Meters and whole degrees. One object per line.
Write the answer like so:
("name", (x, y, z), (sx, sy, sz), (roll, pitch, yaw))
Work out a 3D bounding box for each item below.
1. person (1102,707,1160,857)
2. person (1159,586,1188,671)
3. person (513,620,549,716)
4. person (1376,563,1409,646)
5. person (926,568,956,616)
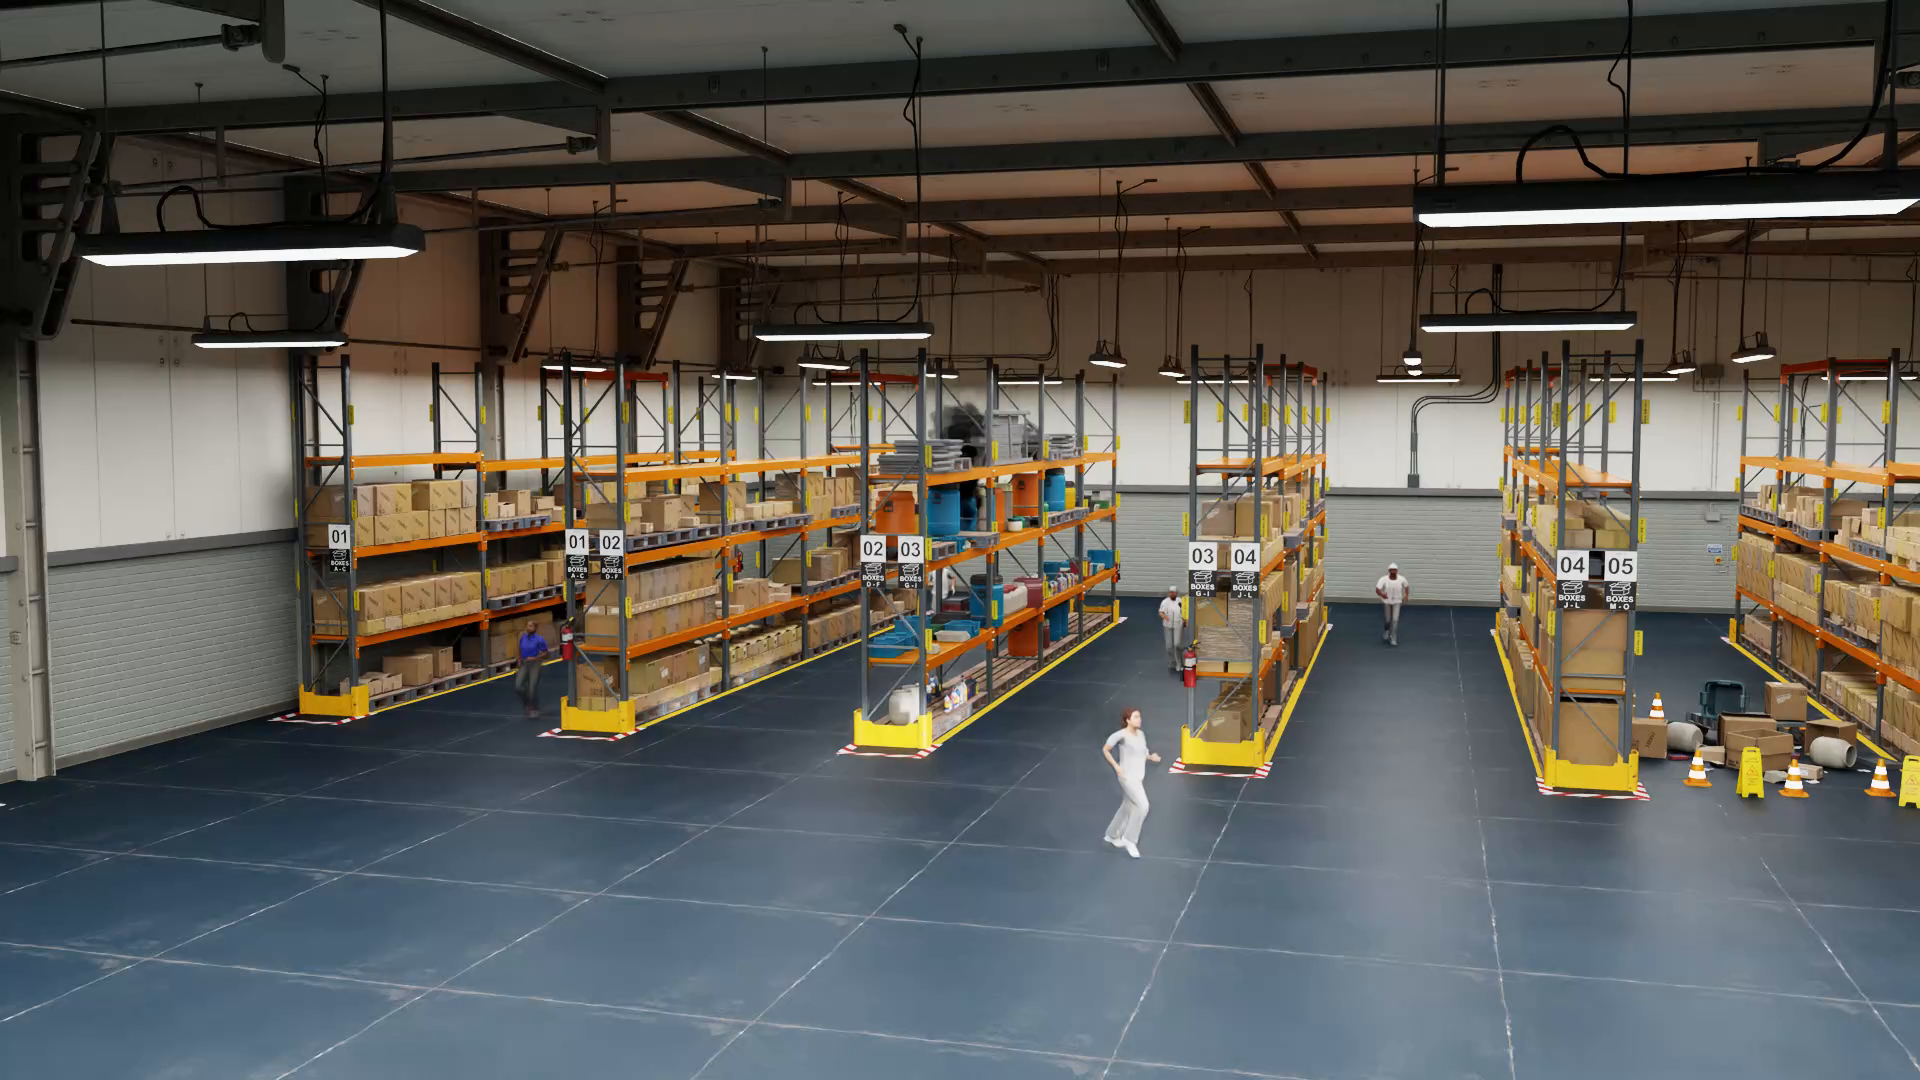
("person", (1.952, 2.751, 19.008), (0.720, 1.703, 0.541), (4, 6, 39))
("person", (4.207, 1.748, 32.642), (0.619, 1.711, 0.691), (1, 4, 14))
("person", (-7.096, 2.126, 27.475), (0.628, 1.614, 0.547), (1, 5, 18))
("person", (9.481, 1.392, 36.456), (0.725, 1.775, 0.829), (1, 4, 10))
("person", (-0.458, 1.283, 37.737), (0.655, 1.825, 0.748), (1, 4, 9))
